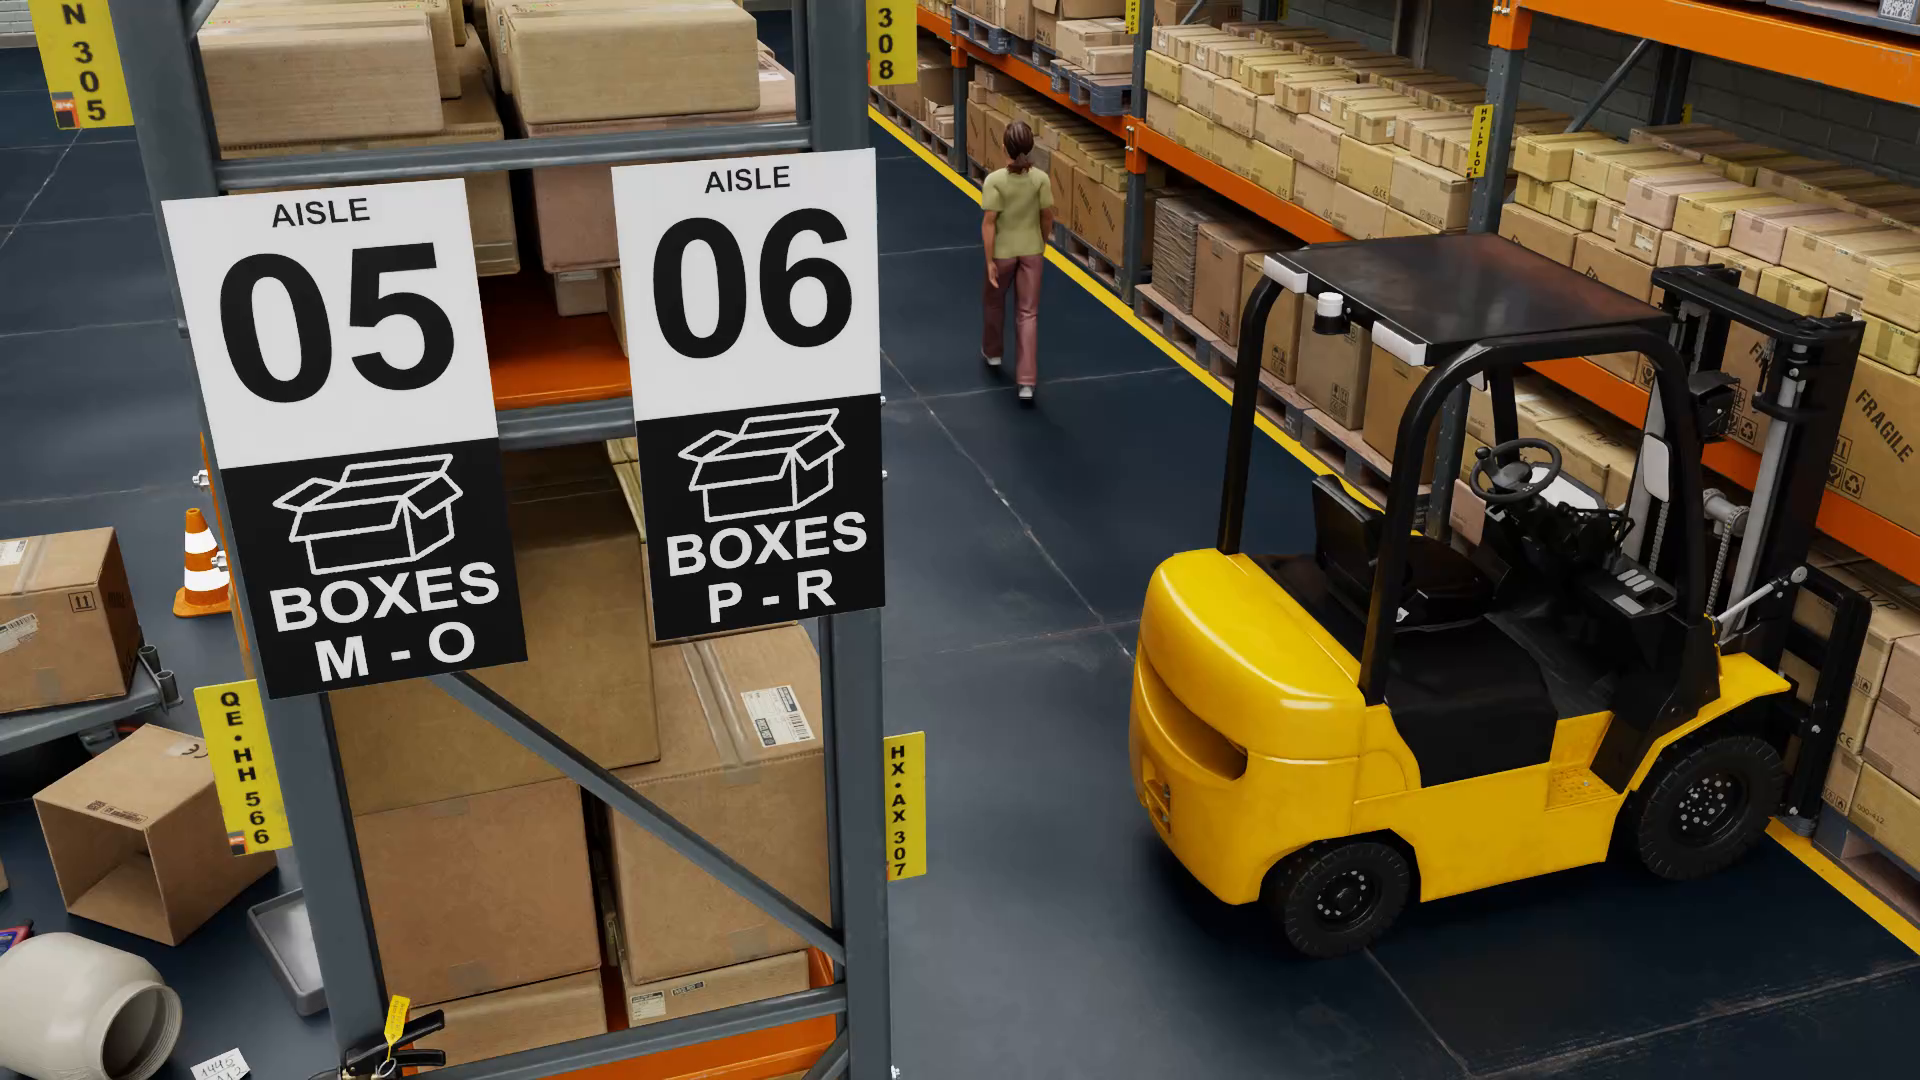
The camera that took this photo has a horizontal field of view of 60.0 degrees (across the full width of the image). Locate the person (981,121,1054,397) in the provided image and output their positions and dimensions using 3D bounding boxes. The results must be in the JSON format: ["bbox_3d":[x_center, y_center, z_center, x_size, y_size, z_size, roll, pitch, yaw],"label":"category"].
[{"bbox_3d":[0.334,-1.747,10.134,0.455,1.593,0.997,-2,27,-5],"label":"person"}]
